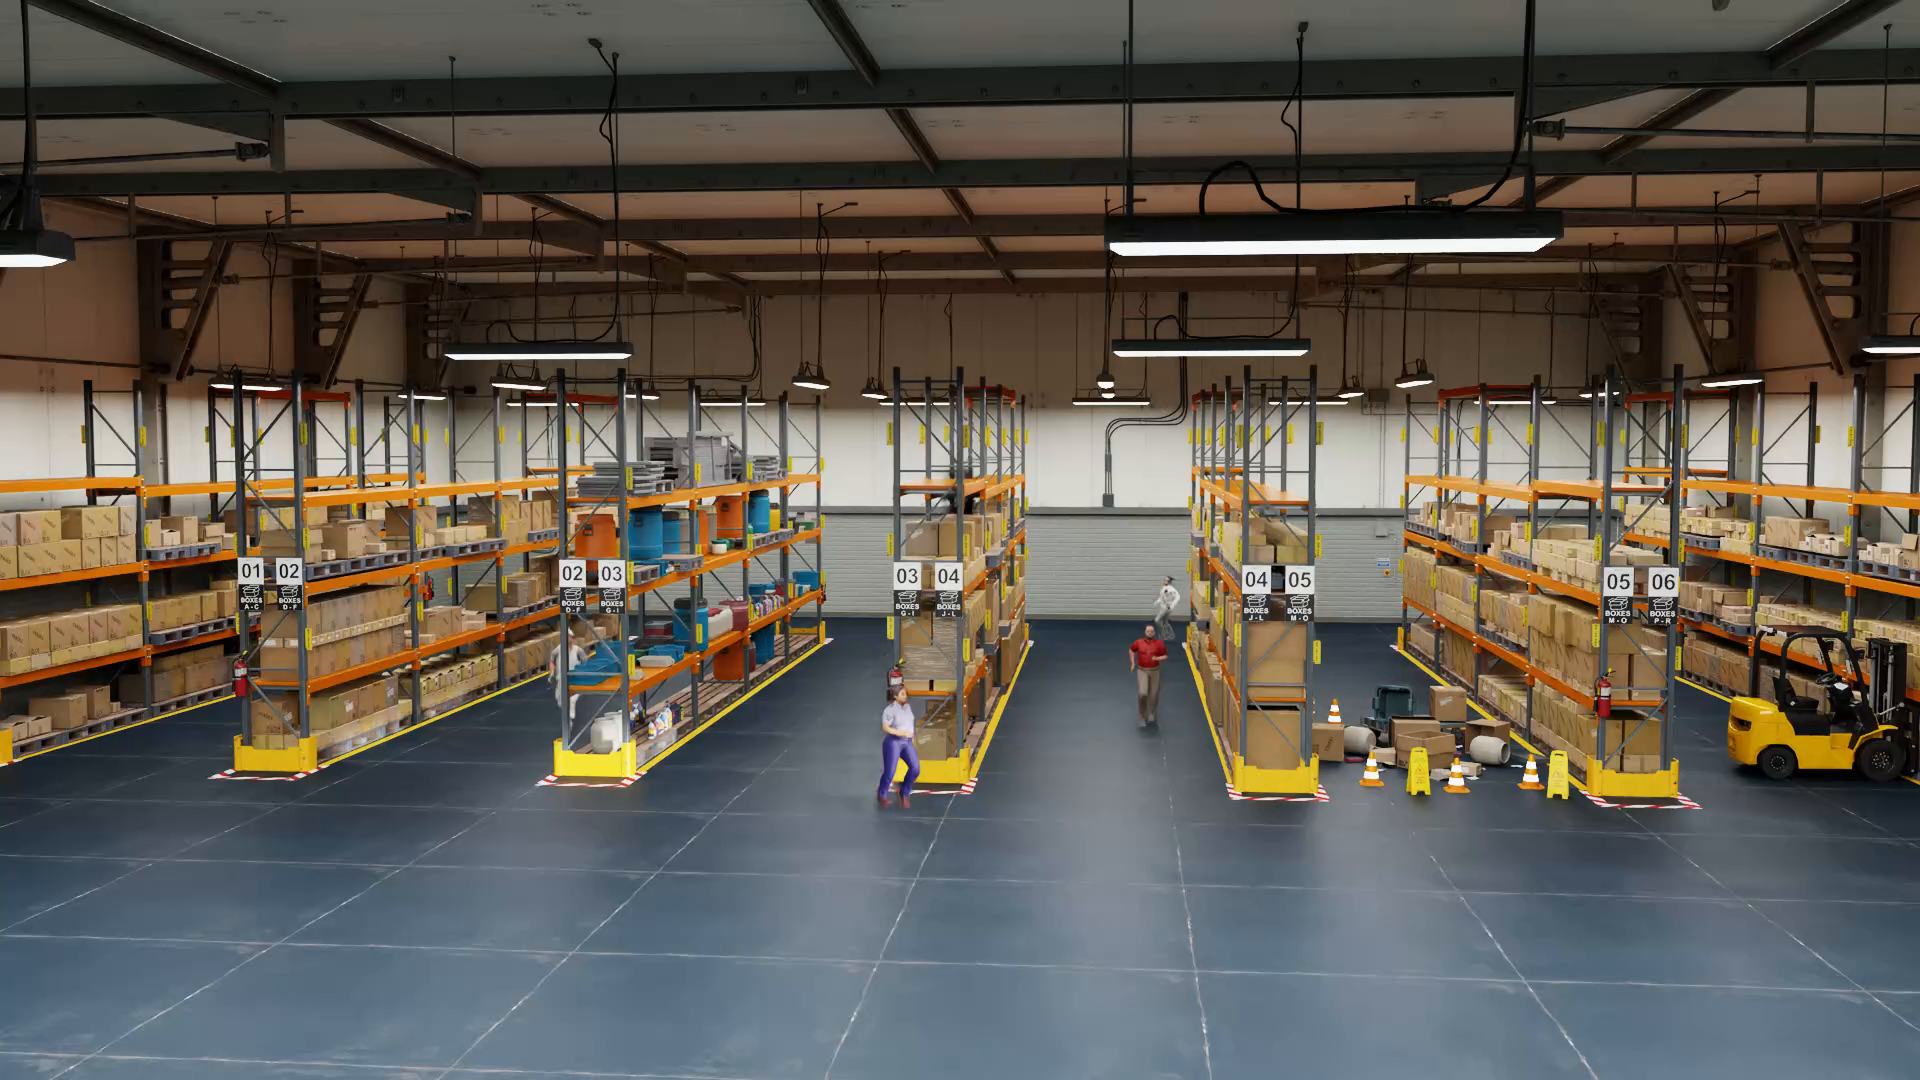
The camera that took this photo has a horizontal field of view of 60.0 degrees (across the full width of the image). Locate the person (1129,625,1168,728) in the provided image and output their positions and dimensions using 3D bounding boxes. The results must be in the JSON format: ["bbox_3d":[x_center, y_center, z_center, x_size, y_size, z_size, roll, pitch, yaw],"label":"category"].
[{"bbox_3d":[3.269,2.366,28.776,0.631,1.798,0.768,0,4,0],"label":"person"}]

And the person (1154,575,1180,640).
[{"bbox_3d":[5.020,1.675,40.398,0.642,1.683,0.673,-1,4,-15],"label":"person"}]

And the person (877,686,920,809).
[{"bbox_3d":[-0.800,2.842,22.445,0.623,1.574,0.678,-3,5,-39],"label":"person"}]

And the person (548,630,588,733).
[{"bbox_3d":[-6.651,2.383,28.265,0.657,1.743,0.605,0,4,-5],"label":"person"}]
